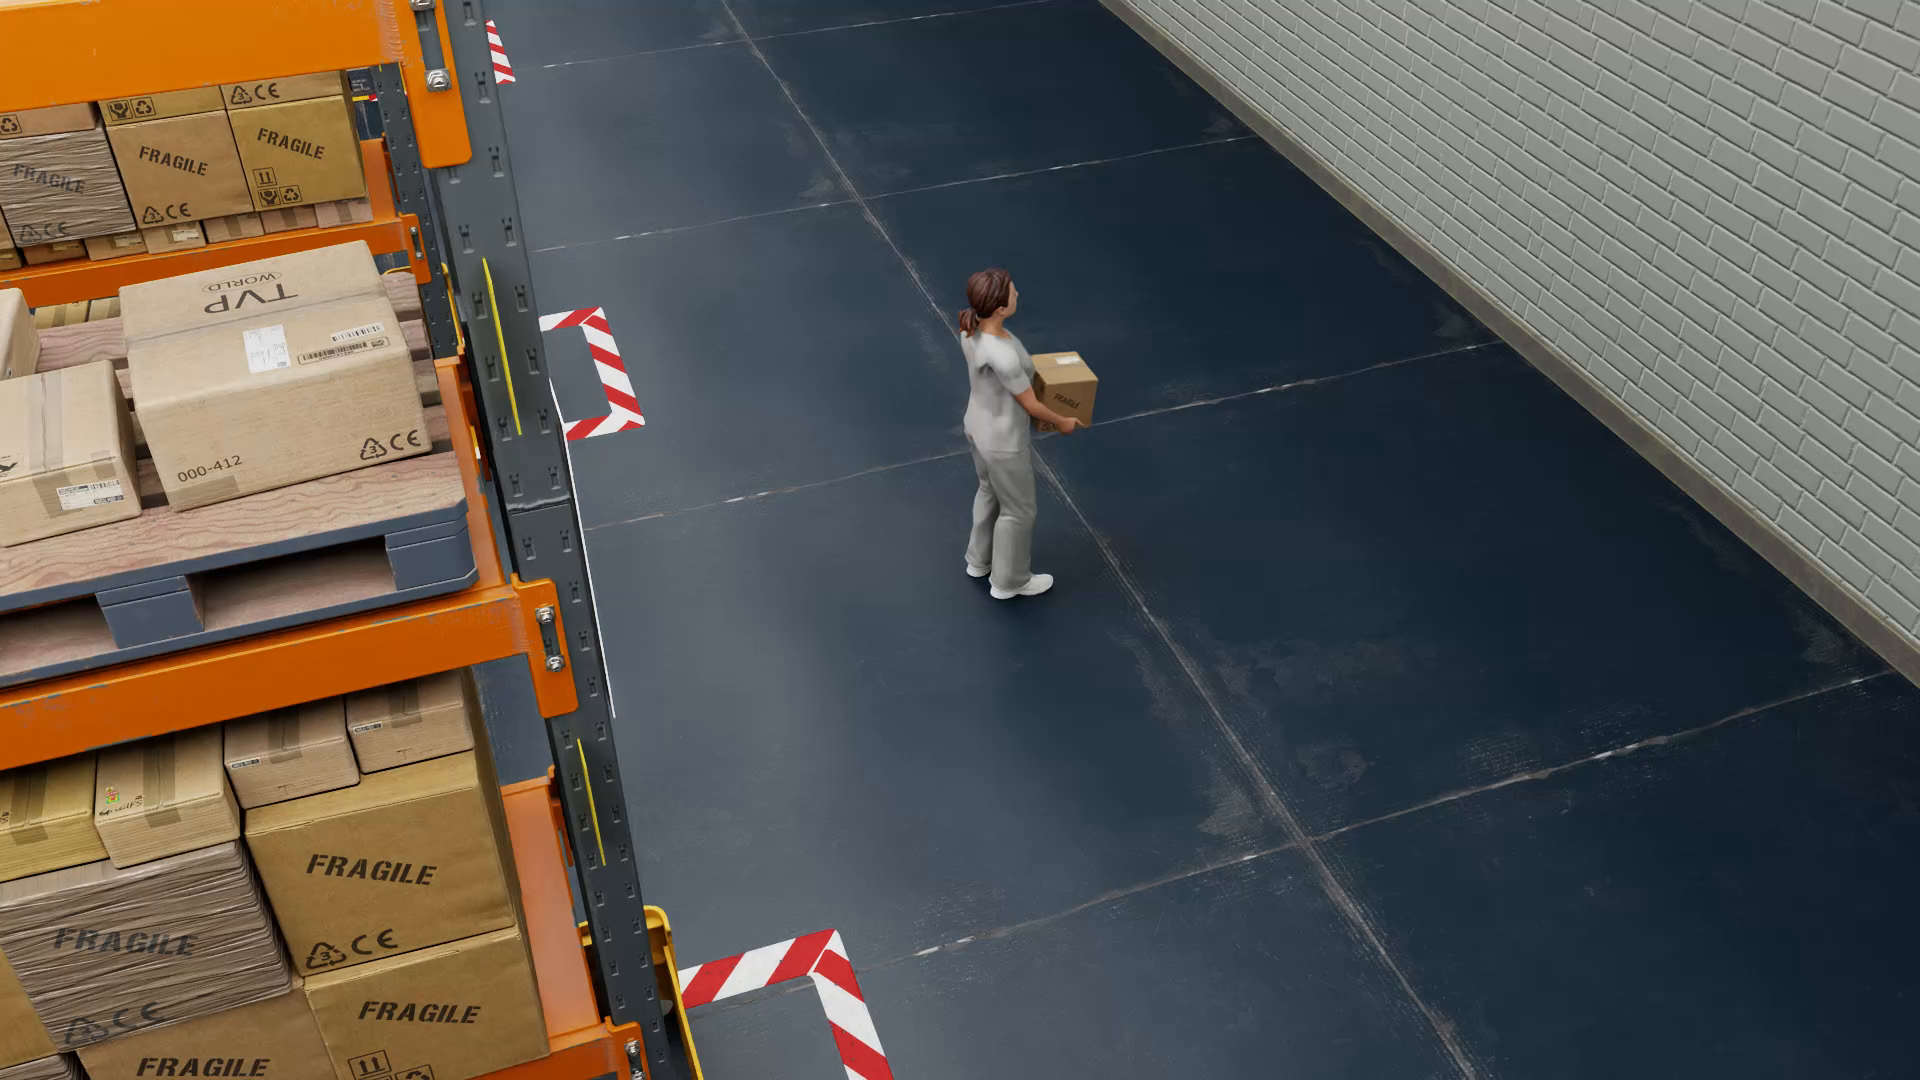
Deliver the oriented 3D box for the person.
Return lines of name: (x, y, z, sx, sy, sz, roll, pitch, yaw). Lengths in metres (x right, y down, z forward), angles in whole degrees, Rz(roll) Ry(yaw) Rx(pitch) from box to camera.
person: (0.241, -0.474, 7.404, 0.542, 1.667, 0.436, -13, 40, -16)
